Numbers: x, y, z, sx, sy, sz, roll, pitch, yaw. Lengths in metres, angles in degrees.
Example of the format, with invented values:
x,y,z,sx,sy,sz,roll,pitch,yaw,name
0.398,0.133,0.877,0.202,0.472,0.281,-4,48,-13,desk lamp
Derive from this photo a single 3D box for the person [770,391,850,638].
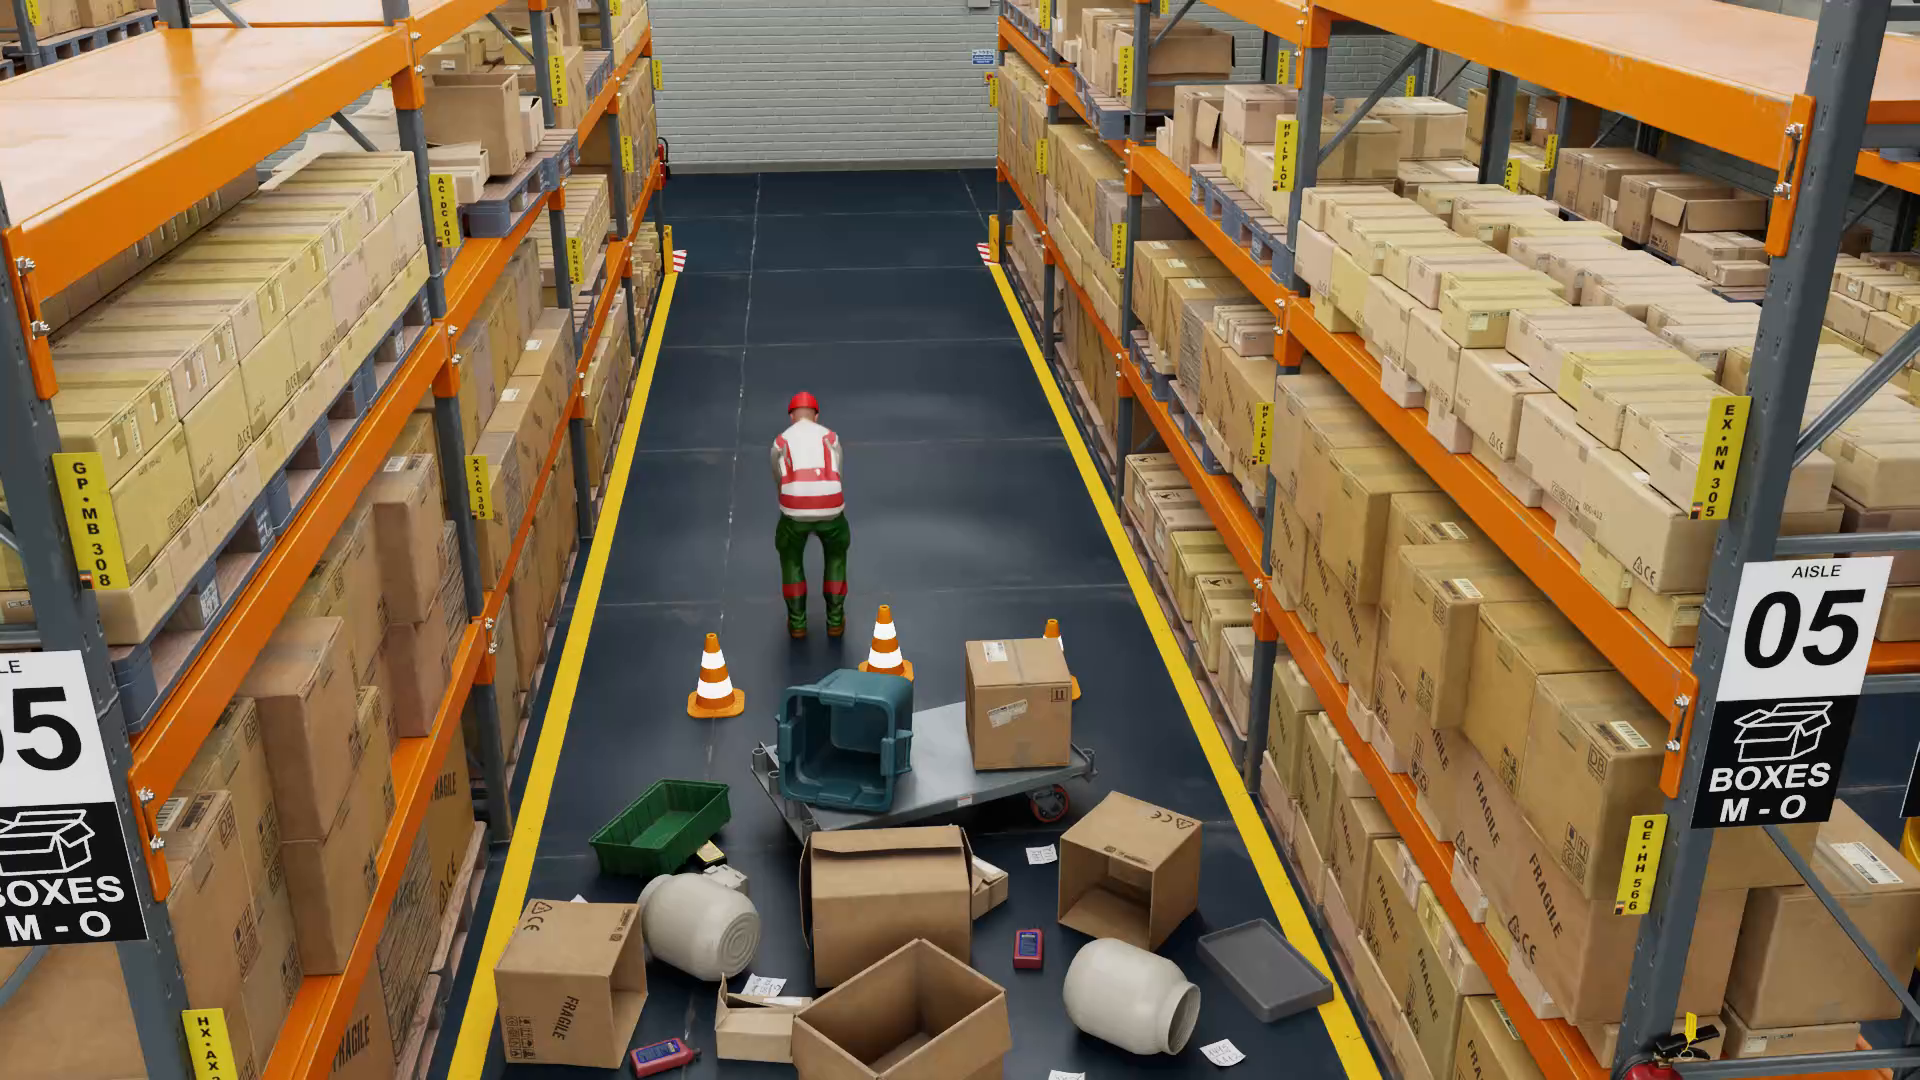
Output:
x,y,z,sx,sy,sz,roll,pitch,yaw,name
-0.974,-0.170,10.845,0.492,1.478,0.851,-3,24,-6,person
